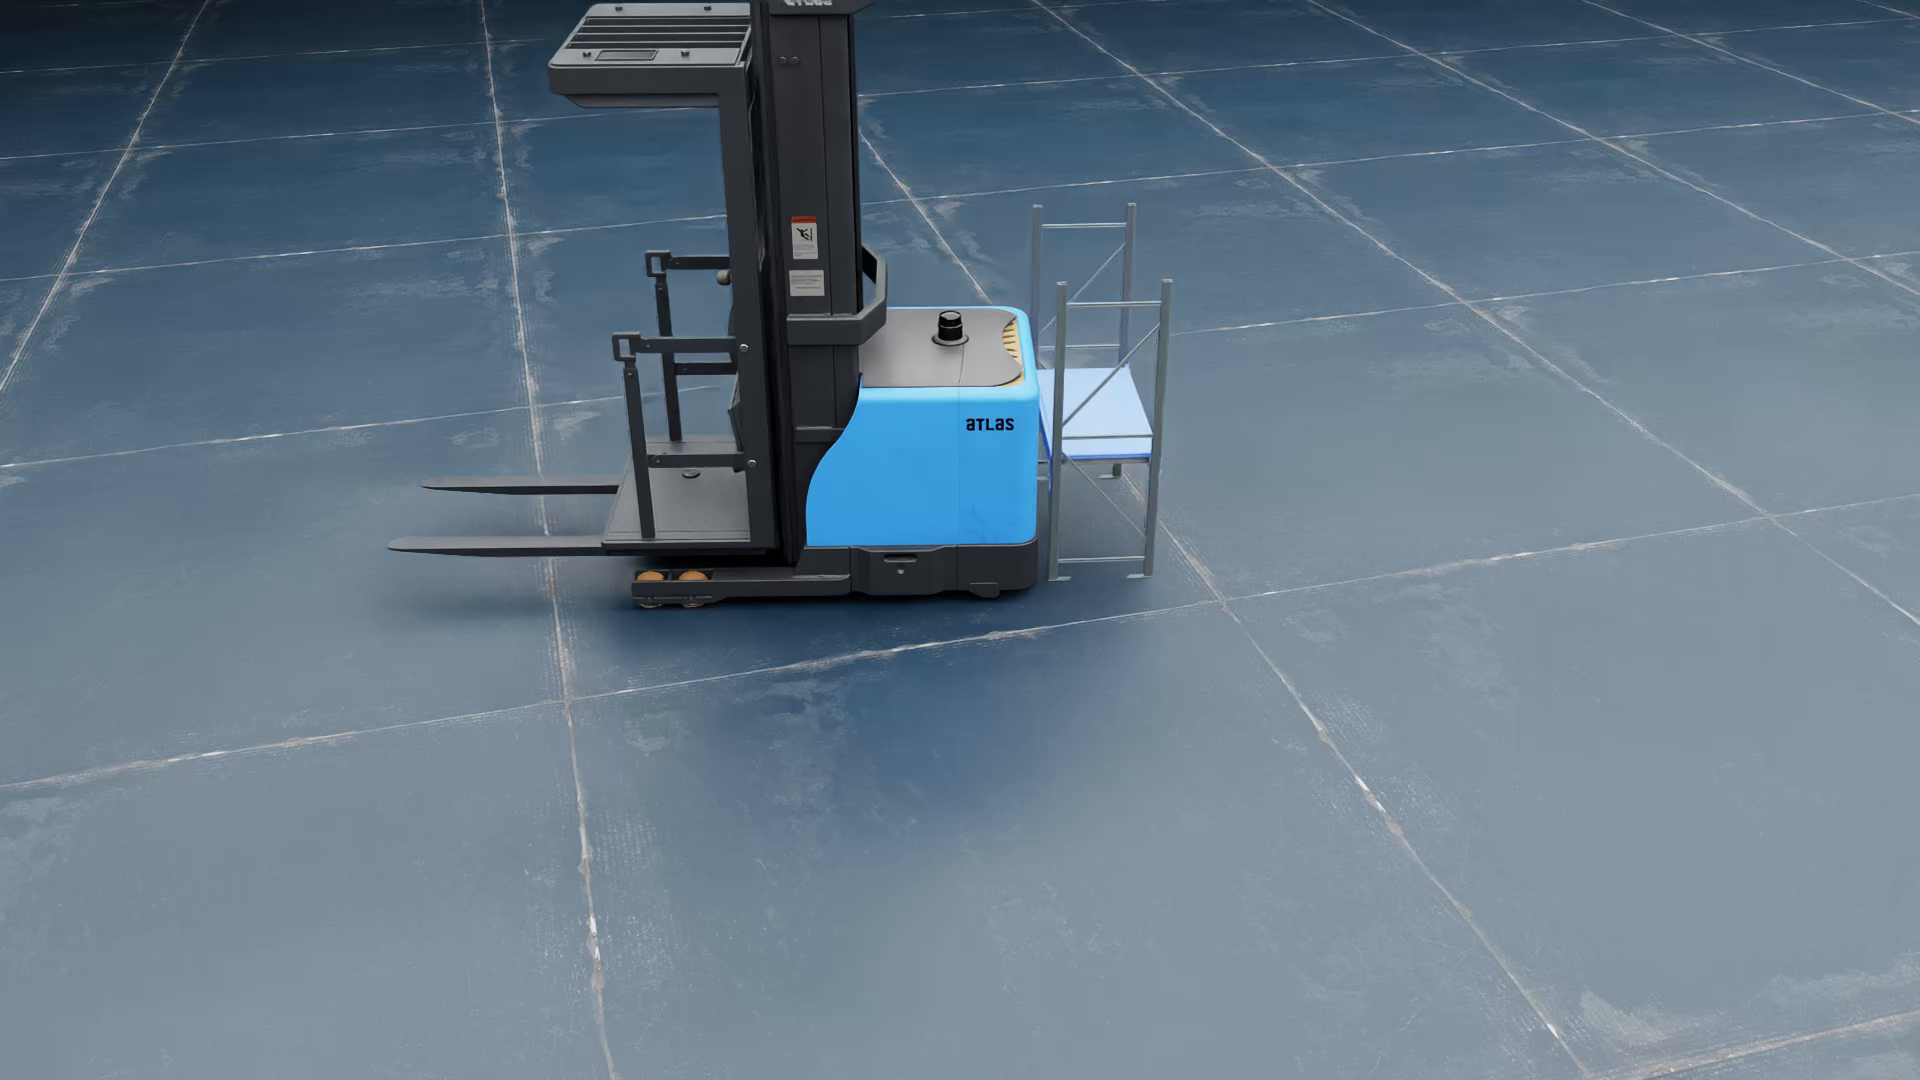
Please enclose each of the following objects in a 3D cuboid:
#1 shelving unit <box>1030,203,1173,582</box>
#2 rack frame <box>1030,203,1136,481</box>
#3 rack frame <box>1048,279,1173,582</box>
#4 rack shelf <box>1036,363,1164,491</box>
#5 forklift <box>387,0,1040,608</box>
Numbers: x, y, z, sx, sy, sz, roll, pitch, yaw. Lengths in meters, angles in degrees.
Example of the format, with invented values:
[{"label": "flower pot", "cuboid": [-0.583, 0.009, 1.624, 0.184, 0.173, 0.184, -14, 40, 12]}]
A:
[{"label": "shelving unit", "cuboid": [0.636, -0.720, 7.996, 0.538, 1.500, 1.048, -2, 30, -3]}, {"label": "rack frame", "cuboid": [0.604, -0.974, 8.435, 0.500, 1.500, 0.032, -2, 30, -3]}, {"label": "rack frame", "cuboid": [0.669, -0.466, 7.557, 0.500, 1.500, 0.032, -2, 30, -3]}, {"label": "rack shelf", "cuboid": [0.636, -0.564, 8.086, 0.538, 0.185, 1.000, -2, 30, -3]}, {"label": "forklift", "cuboid": [-1.161, -1.222, 7.436, 3.031, 2.935, 1.130, -1, 30, -1]}]
